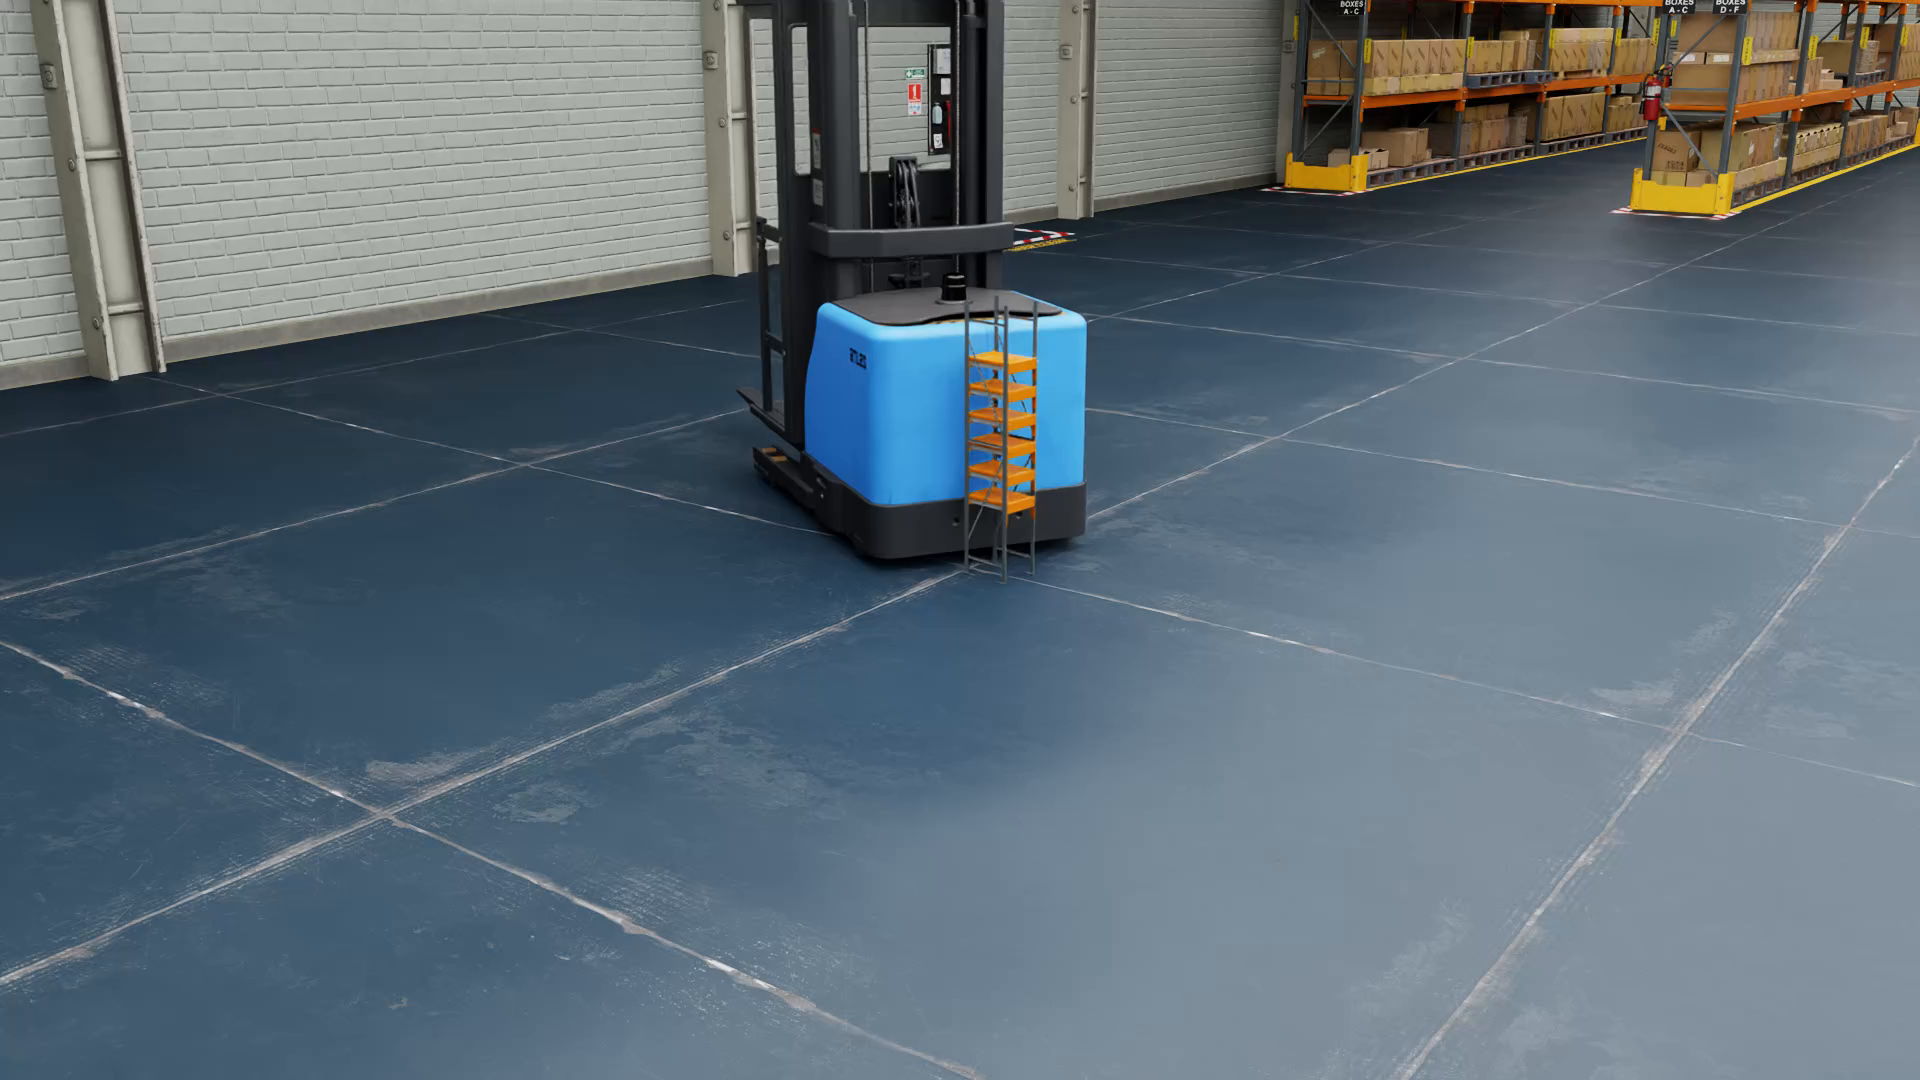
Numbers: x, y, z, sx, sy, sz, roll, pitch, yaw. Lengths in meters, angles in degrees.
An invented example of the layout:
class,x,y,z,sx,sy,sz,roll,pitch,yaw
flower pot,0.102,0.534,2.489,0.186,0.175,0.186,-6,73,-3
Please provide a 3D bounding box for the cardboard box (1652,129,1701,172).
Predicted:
class,x,y,z,sx,sy,sz,roll,pitch,yaw
cardboard box,9.338,-5.099,21.769,0.500,0.500,0.500,12,21,35

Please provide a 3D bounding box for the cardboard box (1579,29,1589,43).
class,x,y,z,sx,sy,sz,roll,pitch,yaw
cardboard box,11.435,-9.444,31.128,0.500,0.250,0.500,12,21,34

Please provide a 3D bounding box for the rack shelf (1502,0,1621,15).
class,x,y,z,sx,sy,sz,roll,pitch,yaw
rack shelf,11.236,-10.018,31.102,1.077,0.370,4.000,12,21,35

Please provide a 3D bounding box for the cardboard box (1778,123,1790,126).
class,x,y,z,sx,sy,sz,roll,pitch,yaw
cardboard box,13.170,-6.534,26.710,0.500,0.311,0.500,12,21,33

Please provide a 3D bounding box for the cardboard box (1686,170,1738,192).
class,x,y,z,sx,sy,sz,roll,pitch,yaw
cardboard box,9.756,-4.649,21.585,0.500,0.250,0.500,12,21,35

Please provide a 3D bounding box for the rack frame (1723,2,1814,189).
class,x,y,z,sx,sy,sz,roll,pitch,yaw
rack frame,11.641,-6.626,24.022,1.000,3.000,0.127,12,21,35

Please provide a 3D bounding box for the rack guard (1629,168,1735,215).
class,x,y,z,sx,sy,sz,roll,pitch,yaw
rack guard,9.244,-4.474,21.307,1.175,0.500,0.348,12,21,35

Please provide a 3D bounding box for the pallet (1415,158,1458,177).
class,x,y,z,sx,sy,sz,roll,pitch,yaw
pallet,7.289,-6.002,26.716,1.003,0.211,1.213,12,21,35

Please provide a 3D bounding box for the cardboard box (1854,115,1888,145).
class,x,y,z,sx,sy,sz,roll,pitch,yaw
cardboard box,16.344,-7.379,29.922,0.500,0.500,0.500,12,21,34

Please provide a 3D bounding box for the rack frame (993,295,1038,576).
class,x,y,z,sx,sy,sz,roll,pitch,yaw
rack frame,0.234,-0.441,7.142,0.240,1.200,0.006,16,23,41

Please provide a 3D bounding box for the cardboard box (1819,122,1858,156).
class,x,y,z,sx,sy,sz,roll,pitch,yaw
cardboard box,14.525,-6.653,27.582,0.500,0.500,0.500,14,22,37

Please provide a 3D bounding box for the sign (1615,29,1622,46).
class,x,y,z,sx,sy,sz,roll,pitch,yaw
sign,12.869,-9.827,32.513,0.100,0.325,0.005,12,21,35

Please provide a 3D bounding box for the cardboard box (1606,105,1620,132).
class,x,y,z,sx,sy,sz,roll,pitch,yaw
cardboard box,12.955,-8.572,33.798,0.700,0.500,0.500,13,21,35

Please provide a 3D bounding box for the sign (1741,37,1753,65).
class,x,y,z,sx,sy,sz,roll,pitch,yaw
sign,9.700,-6.025,20.494,0.100,0.325,0.005,12,21,35

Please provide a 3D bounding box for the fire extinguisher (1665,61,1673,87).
class,x,y,z,sx,sy,sz,roll,pitch,yaw
fire extinguisher,15.271,-10.098,35.962,0.296,0.674,0.183,12,21,35

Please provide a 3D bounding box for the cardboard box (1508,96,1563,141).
class,x,y,z,sx,sy,sz,roll,pitch,yaw
cardboard box,10.588,-7.779,30.652,0.750,0.750,0.750,12,21,34

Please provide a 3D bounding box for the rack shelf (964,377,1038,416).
class,x,y,z,sx,sy,sz,roll,pitch,yaw
rack shelf,0.171,-0.608,7.021,0.258,0.103,0.180,16,23,41

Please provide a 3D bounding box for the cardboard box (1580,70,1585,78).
class,x,y,z,sx,sy,sz,roll,pitch,yaw
cardboard box,11.661,-8.870,31.638,0.380,0.149,0.250,12,21,33

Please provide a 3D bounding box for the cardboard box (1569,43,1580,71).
class,x,y,z,sx,sy,sz,roll,pitch,yaw
cardboard box,11.155,-8.964,30.847,0.500,0.500,0.500,12,21,34

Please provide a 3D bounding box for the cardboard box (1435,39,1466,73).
class,x,y,z,sx,sy,sz,roll,pitch,yaw
cardboard box,7.627,-7.629,26.208,0.500,0.500,0.500,12,21,35

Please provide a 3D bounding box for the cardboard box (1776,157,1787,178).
class,x,y,z,sx,sy,sz,roll,pitch,yaw
cardboard box,11.540,-5.364,23.888,0.500,0.250,0.500,12,21,35

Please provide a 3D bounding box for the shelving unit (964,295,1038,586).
class,x,y,z,sx,sy,sz,roll,pitch,yaw
shelving unit,0.171,-0.422,7.079,0.258,1.200,0.189,16,23,41

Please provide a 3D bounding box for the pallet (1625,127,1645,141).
class,x,y,z,sx,sy,sz,roll,pitch,yaw
pallet,13.670,-8.533,34.866,1.003,0.211,1.213,12,21,35

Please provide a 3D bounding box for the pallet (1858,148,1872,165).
class,x,y,z,sx,sy,sz,roll,pitch,yaw
pallet,15.227,-6.707,28.987,1.003,0.211,1.213,12,21,35

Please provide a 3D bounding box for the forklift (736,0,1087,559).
class,x,y,z,sx,sy,sz,roll,pitch,yaw
forklift,-0.446,-1.713,8.318,1.130,2.935,3.031,-7,19,-21

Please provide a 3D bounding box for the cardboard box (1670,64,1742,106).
class,x,y,z,sx,sy,sz,roll,pitch,yaw
cardboard box,9.546,-5.830,21.290,0.700,0.500,0.500,12,21,35

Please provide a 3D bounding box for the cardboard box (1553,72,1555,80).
class,x,y,z,sx,sy,sz,roll,pitch,yaw
cardboard box,10.583,-8.439,30.249,0.380,0.149,0.250,13,21,35

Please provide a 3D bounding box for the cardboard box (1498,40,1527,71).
class,x,y,z,sx,sy,sz,roll,pitch,yaw
cardboard box,9.461,-8.459,29.016,0.700,0.500,0.500,10,20,30

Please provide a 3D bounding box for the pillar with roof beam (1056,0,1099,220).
class,x,y,z,sx,sy,sz,roll,pitch,yaw
pillar with roof beam,4.882,-7.542,16.858,9.100,9.000,0.400,12,21,35

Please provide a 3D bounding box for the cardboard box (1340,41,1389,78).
class,x,y,z,sx,sy,sz,roll,pitch,yaw
cardboard box,5.803,-6.904,23.873,0.500,0.500,0.500,12,21,35

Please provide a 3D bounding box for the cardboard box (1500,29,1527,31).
class,x,y,z,sx,sy,sz,roll,pitch,yaw
cardboard box,10.106,-9.164,30.228,0.500,0.250,0.500,13,22,36

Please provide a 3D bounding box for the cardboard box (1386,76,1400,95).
class,x,y,z,sx,sy,sz,roll,pitch,yaw
cardboard box,6.121,-6.672,24.390,0.500,0.250,0.500,12,21,33

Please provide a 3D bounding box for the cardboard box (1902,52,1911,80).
class,x,y,z,sx,sy,sz,roll,pitch,yaw
cardboard box,17.233,-8.775,30.774,0.500,0.500,0.500,13,21,36

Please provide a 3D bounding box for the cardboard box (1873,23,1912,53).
class,x,y,z,sx,sy,sz,roll,pitch,yaw
cardboard box,16.915,-9.119,30.196,0.500,0.500,0.500,13,22,36

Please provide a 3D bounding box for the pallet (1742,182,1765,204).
class,x,y,z,sx,sy,sz,roll,pitch,yaw
pallet,10.407,-4.820,22.910,1.003,0.211,1.213,12,21,35

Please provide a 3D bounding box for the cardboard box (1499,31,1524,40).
class,x,y,z,sx,sy,sz,roll,pitch,yaw
cardboard box,9.683,-8.854,29.193,0.380,0.149,0.250,9,19,26

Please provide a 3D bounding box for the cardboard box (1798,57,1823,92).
class,x,y,z,sx,sy,sz,roll,pitch,yaw
cardboard box,13.038,-7.224,25.779,0.500,0.500,0.500,11,20,32

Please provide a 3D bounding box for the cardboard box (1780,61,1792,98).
class,x,y,z,sx,sy,sz,roll,pitch,yaw
cardboard box,11.382,-6.567,23.663,0.700,0.500,0.500,12,21,33

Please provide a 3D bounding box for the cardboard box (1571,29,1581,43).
class,x,y,z,sx,sy,sz,roll,pitch,yaw
cardboard box,11.136,-9.321,30.733,0.500,0.250,0.500,13,21,35

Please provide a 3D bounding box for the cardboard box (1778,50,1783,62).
class,x,y,z,sx,sy,sz,roll,pitch,yaw
cardboard box,11.044,-6.639,22.801,0.380,0.149,0.250,12,21,34

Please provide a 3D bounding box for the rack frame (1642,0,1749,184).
class,x,y,z,sx,sy,sz,roll,pitch,yaw
rack frame,9.258,-5.673,20.954,1.000,3.000,0.127,12,21,35

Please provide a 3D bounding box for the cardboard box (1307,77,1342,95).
class,x,y,z,sx,sy,sz,roll,pitch,yaw
cardboard box,5.400,-6.631,24.258,0.500,0.250,0.500,13,21,35

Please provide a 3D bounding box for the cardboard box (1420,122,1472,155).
class,x,y,z,sx,sy,sz,roll,pitch,yaw
cardboard box,8.086,-6.695,27.718,0.700,0.500,0.500,13,22,37

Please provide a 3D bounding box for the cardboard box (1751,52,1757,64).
class,x,y,z,sx,sy,sz,roll,pitch,yaw
cardboard box,10.122,-6.268,21.609,0.380,0.149,0.250,12,21,34

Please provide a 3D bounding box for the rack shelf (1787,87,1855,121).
class,x,y,z,sx,sy,sz,roll,pitch,yaw
rack shelf,12.833,-6.759,25.663,1.077,0.370,4.000,12,21,35

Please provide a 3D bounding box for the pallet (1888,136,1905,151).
class,x,y,z,sx,sy,sz,roll,pitch,yaw
pallet,17.544,-7.655,32.038,1.003,0.211,1.213,12,21,35

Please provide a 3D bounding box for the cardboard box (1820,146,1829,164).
class,x,y,z,sx,sy,sz,roll,pitch,yaw
cardboard box,13.301,-6.055,26.112,0.500,0.250,0.500,13,21,36

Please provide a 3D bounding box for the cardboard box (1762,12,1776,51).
class,x,y,z,sx,sy,sz,roll,pitch,yaw
cardboard box,10.485,-6.828,22.316,0.700,0.500,0.500,12,21,35

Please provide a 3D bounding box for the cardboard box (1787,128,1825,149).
class,x,y,z,sx,sy,sz,roll,pitch,yaw
cardboard box,13.003,-6.202,25.640,0.500,0.311,0.500,13,22,36

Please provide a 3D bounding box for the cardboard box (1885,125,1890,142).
class,x,y,z,sx,sy,sz,roll,pitch,yaw
cardboard box,16.832,-7.519,30.690,0.500,0.311,0.500,12,21,35

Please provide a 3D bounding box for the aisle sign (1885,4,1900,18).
class,x,y,z,sx,sy,sz,roll,pitch,yaw
aisle sign,18.596,-10.794,33.060,0.394,0.787,0.004,12,21,35

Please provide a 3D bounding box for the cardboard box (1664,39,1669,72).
class,x,y,z,sx,sy,sz,roll,pitch,yaw
cardboard box,14.515,-10.378,35.601,0.980,0.700,0.700,14,22,37
